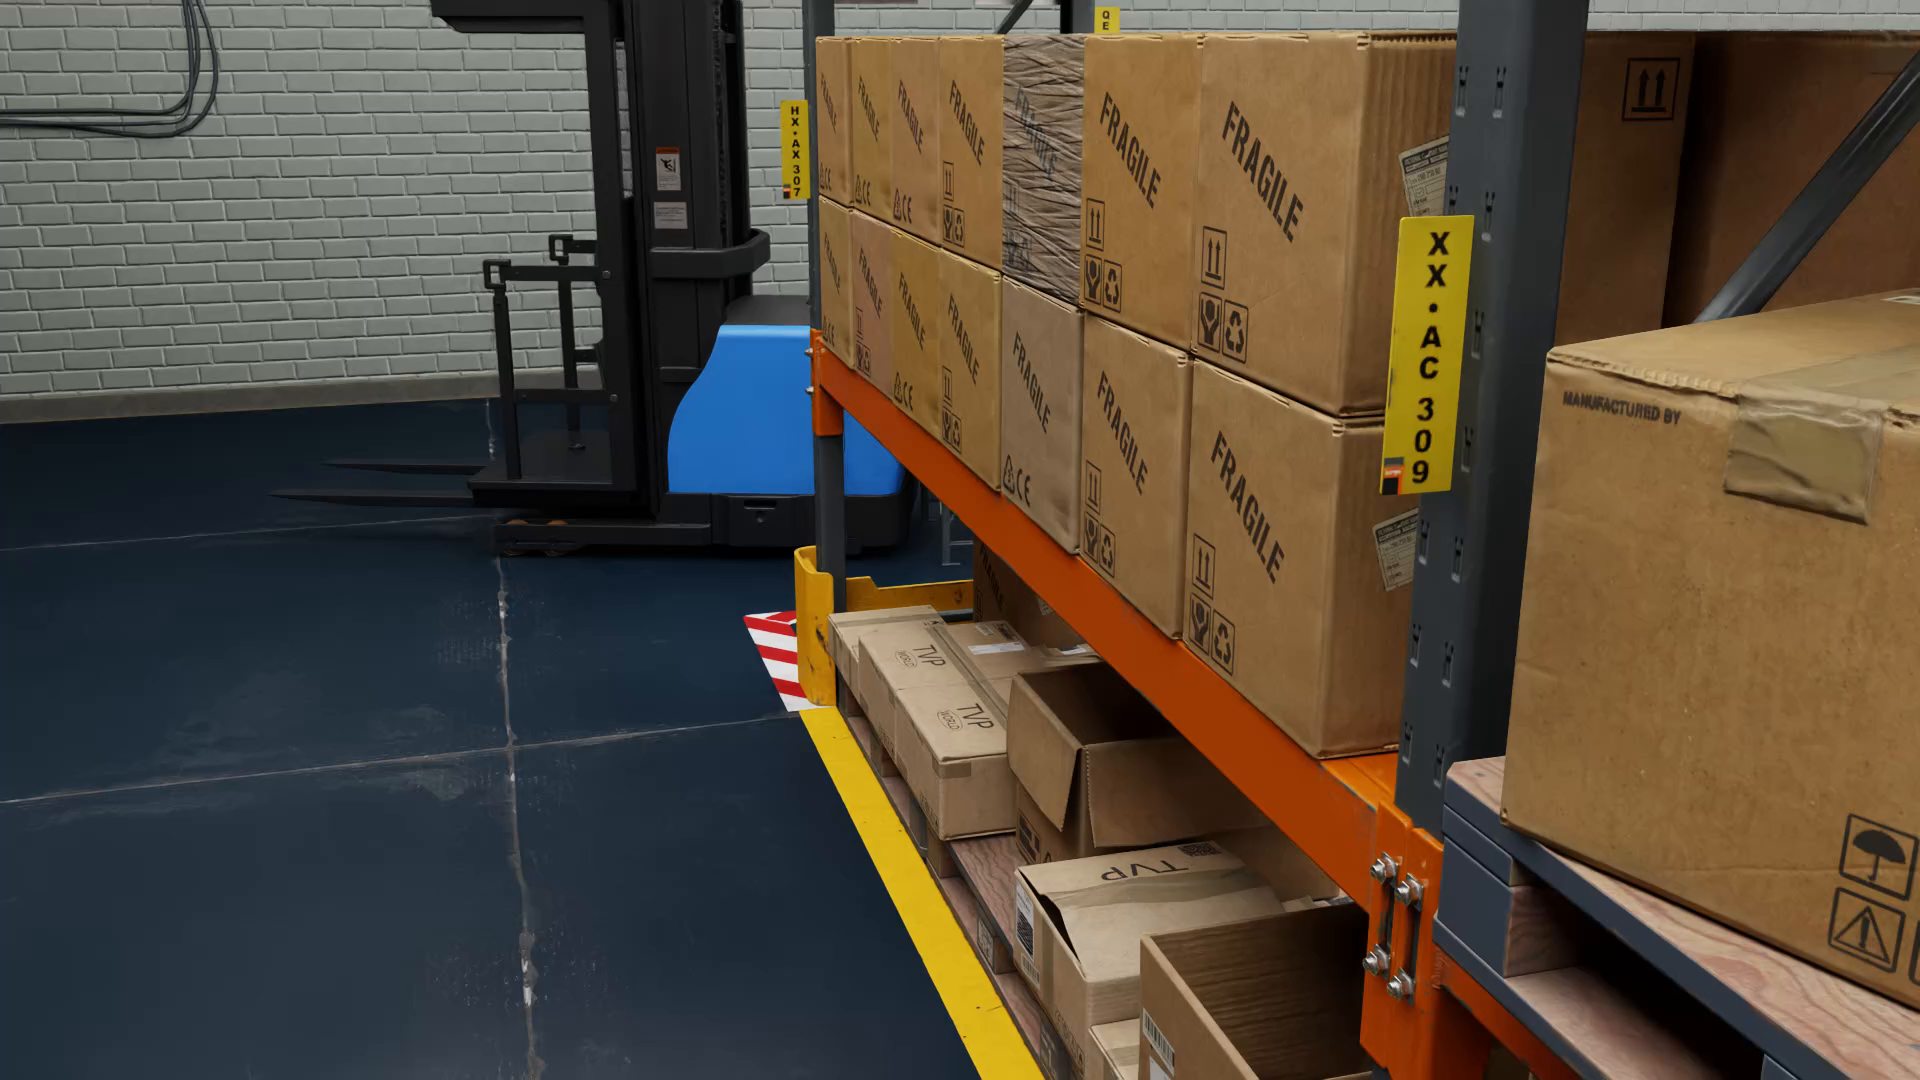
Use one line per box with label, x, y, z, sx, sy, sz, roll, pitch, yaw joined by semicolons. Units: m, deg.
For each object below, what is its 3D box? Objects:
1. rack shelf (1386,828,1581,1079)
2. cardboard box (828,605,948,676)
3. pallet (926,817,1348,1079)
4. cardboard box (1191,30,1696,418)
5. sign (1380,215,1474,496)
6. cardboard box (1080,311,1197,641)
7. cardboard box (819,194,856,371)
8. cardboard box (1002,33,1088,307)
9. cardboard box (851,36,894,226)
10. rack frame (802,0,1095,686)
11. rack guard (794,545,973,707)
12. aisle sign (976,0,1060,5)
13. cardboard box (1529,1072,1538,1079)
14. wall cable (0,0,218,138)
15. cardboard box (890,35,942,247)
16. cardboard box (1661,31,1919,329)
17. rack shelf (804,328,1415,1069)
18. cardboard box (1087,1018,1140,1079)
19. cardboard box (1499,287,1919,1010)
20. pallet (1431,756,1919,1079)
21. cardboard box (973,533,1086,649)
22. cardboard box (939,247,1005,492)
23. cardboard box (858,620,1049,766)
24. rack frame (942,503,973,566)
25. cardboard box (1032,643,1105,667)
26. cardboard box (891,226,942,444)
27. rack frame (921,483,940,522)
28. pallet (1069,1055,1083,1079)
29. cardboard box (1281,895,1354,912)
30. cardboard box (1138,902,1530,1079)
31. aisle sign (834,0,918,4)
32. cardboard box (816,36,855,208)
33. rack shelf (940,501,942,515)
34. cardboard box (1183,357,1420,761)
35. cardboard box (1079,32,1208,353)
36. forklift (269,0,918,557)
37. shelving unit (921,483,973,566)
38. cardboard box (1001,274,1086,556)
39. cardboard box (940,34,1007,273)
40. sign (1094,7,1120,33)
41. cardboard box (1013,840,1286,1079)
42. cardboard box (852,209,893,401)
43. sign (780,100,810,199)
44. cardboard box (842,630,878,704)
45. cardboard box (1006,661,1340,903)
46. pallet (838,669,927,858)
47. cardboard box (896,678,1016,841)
rack shelf;1.617;1.055;0.478;1.077;0.370;4.000;-5;17;-15
cardboard box;-0.248;0.348;5.770;0.380;0.149;0.250;-5;17;-15
pallet;0.540;0.964;4.375;1.003;0.211;1.213;-5;17;-15
cardboard box;0.679;-0.489;2.455;0.500;0.500;0.500;-5;17;-15
sign;0.547;-0.213;1.941;0.100;0.325;0.005;-5;17;-15
cardboard box;0.540;-0.151;3.069;0.500;0.500;0.500;-4;17;-14
cardboard box;-0.164;-0.854;5.407;0.500;0.500;0.500;-4;17;-14
cardboard box;0.397;-0.770;3.390;0.500;0.500;0.500;-5;17;-15
cardboard box;-0.013;-1.189;4.784;0.500;0.500;0.500;-5;17;-15
rack frame;-0.032;-0.950;5.899;1.000;3.000;0.127;-5;17;-15
rack guard;-0.011;0.269;6.189;1.175;0.500;0.348;-5;17;-15
aisle sign;0.243;-2.238;5.669;0.394;0.787;0.004;-5;17;-15
cardboard box;1.160;1.101;2.983;0.500;0.311;0.500;-5;17;-15
wall cable;-6.005;-3.536;9.478;3.097;2.526;0.112;-5;17;-15
cardboard box;0.120;-1.050;4.322;0.500;0.500;0.500;-4;17;-14
cardboard box;1.208;-0.522;2.565;0.500;0.500;0.500;-4;17;-14
rack shelf;0.517;-0.052;4.161;1.077;0.370;4.000;-5;17;-15
cardboard box;0.477;1.077;3.342;0.380;0.149;0.250;-5;17;-15
cardboard box;0.982;0.057;1.646;0.700;0.500;0.500;-12;20;-34
pallet;1.182;0.478;1.479;1.003;0.211;1.213;-5;17;-15
cardboard box;0.354;0.168;5.760;0.500;0.500;0.500;-5;17;-15
cardboard box;0.254;-0.434;4.009;0.500;0.500;0.500;-4;17;-15
cardboard box;-0.018;0.468;5.196;0.500;0.250;0.500;-5;17;-15
rack frame;0.116;-0.610;7.377;0.400;1.500;0.023;-3;17;-8
cardboard box;0.379;0.447;5.411;0.380;0.166;0.250;-5;17;-15
cardboard box;0.118;-0.572;4.470;0.500;0.500;0.500;-5;17;-15
rack frame;0.006;-0.819;8.070;0.400;1.500;0.023;-3;17;-8
pallet;0.879;1.302;3.250;1.003;0.211;1.213;-5;17;-15
cardboard box;0.912;0.931;3.797;0.380;0.166;0.250;-5;17;-15
cardboard box;0.638;1.008;2.962;0.500;0.500;0.500;-5;17;-15
aisle sign;-0.333;-2.190;5.511;0.394;0.787;0.004;-5;17;-15
cardboard box;-0.164;-1.333;5.263;0.500;0.500;0.500;-4;17;-14
rack shelf;0.061;-0.402;7.817;0.431;0.370;0.720;-3;17;-8
cardboard box;0.683;-0.009;2.594;0.500;0.500;0.500;-4;17;-14
cardboard box;0.536;-0.631;2.926;0.500;0.500;0.500;-5;17;-16
forklift;-1.753;-1.477;7.774;3.031;2.935;1.130;1;17;3
shelving unit;0.061;-0.714;7.723;0.431;1.500;0.755;-3;17;-8
cardboard box;0.397;-0.293;3.541;0.500;0.500;0.500;-4;17;-14
cardboard box;0.260;-0.909;3.854;0.500;0.500;0.500;-5;17;-16
sign;0.507;-1.694;5.815;0.100;0.325;0.005;-5;17;-15
cardboard box;0.432;0.891;3.680;0.500;0.311;0.500;-5;17;-15
cardboard box;-0.017;-0.712;4.933;0.500;0.500;0.500;-5;17;-16
sign;-0.554;-1.321;5.632;0.100;0.325;0.005;-5;17;-15
cardboard box;-0.179;0.409;5.537;0.380;0.166;0.250;-5;17;-15
cardboard box;0.546;0.622;4.240;0.797;0.503;0.637;-5;17;-15
pallet;0.209;0.628;5.496;1.003;0.211;1.213;-5;17;-15
cardboard box;0.119;0.606;4.735;0.500;0.250;0.500;-5;17;-15
